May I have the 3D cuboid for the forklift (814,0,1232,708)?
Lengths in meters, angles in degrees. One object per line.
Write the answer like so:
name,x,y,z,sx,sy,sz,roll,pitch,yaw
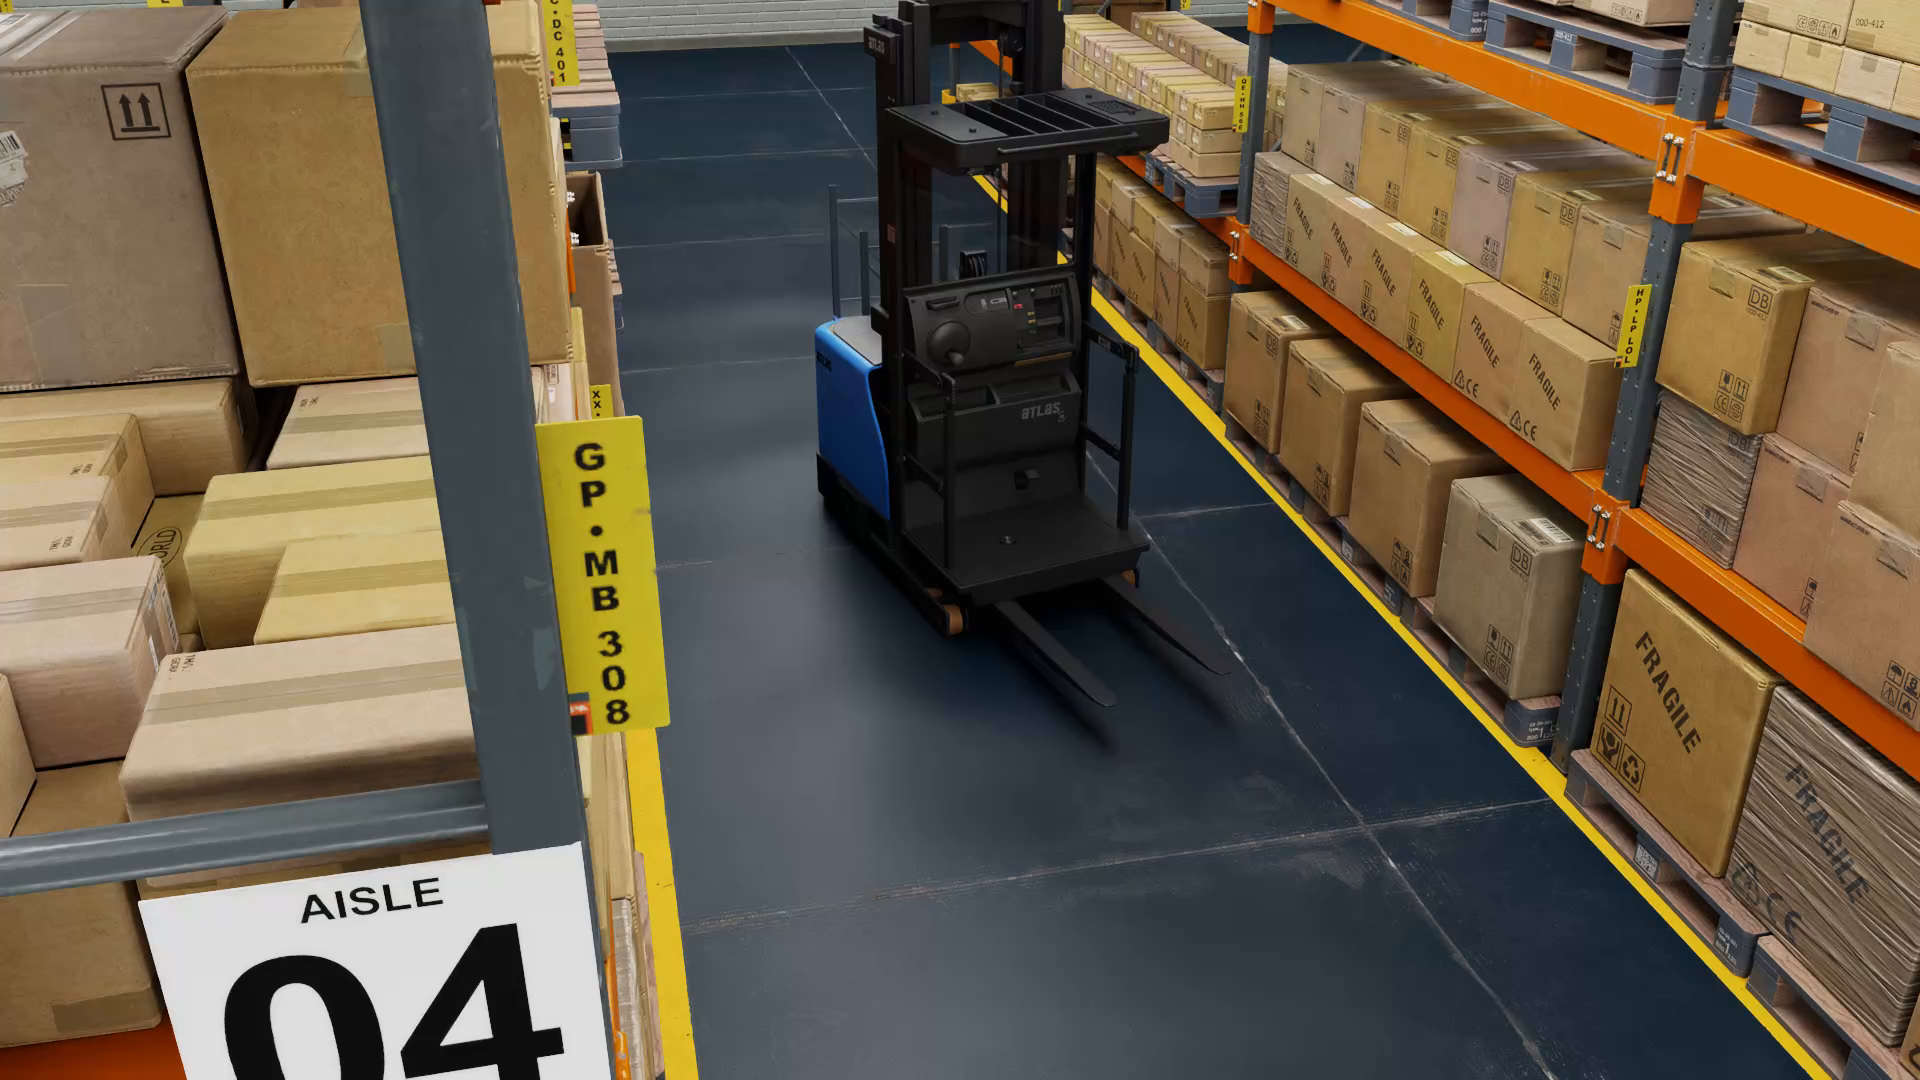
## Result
forklift,0.274,-1.056,8.089,1.130,2.935,3.031,-12,29,-23

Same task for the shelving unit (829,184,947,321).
shelving unit,-0.443,-1.322,10.205,0.538,1.500,1.048,-6,27,-12

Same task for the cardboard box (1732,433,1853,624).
cardboard box,3.334,-0.058,5.869,0.875,0.550,0.550,-6,27,-12

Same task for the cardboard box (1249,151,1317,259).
cardboard box,2.030,-1.967,9.707,0.500,0.500,0.500,-6,27,-11

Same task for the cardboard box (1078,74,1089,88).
cardboard box,1.107,-3.417,12.504,0.380,0.149,0.250,-6,27,-11

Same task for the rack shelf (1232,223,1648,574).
rack shelf,2.642,-0.948,8.597,1.077,0.370,4.000,-6,27,-12

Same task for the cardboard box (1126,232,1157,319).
cardboard box,1.540,-1.940,12.072,0.500,0.500,0.500,-7,28,-14

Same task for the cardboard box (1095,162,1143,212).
cardboard box,1.322,-2.724,12.795,0.500,0.250,0.500,-5,27,-10

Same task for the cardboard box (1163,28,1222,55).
cardboard box,1.748,-3.741,12.485,0.380,0.149,0.250,-6,27,-12

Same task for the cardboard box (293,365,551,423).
cardboard box,-0.881,-0.226,2.764,0.380,0.149,0.250,-6,27,-12

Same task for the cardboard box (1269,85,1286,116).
cardboard box,2.213,-2.828,10.677,0.380,0.149,0.250,-7,28,-13

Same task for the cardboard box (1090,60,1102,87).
cardboard box,1.172,-3.432,12.204,0.380,0.149,0.250,-5,27,-10

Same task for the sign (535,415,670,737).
sign,-0.332,0.040,1.543,0.100,0.325,0.005,-6,27,-12

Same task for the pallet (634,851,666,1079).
pallet,-1.576,1.605,5.837,1.003,0.211,1.213,-6,27,-12

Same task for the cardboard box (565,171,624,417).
cardboard box,-1.805,-0.750,6.275,1.000,1.000,1.000,-6,27,-11

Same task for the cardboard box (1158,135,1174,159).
cardboard box,1.520,-2.614,10.913,0.380,0.149,0.250,-5,27,-11

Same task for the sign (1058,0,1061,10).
sign,0.763,-4.231,13.343,0.100,0.325,0.005,-6,27,-12

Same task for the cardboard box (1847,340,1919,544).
cardboard box,3.368,-0.294,5.138,0.875,0.550,0.550,-6,27,-12

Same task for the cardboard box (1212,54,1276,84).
cardboard box,1.979,-3.287,11.586,0.380,0.149,0.250,-5,27,-10

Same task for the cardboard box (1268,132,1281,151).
cardboard box,2.227,-2.557,10.800,0.380,0.149,0.250,-5,27,-9

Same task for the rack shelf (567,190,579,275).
rack shelf,-2.213,-1.827,7.011,1.077,0.370,4.000,-6,27,-12

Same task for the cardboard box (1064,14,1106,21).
cardboard box,0.931,-4.024,13.046,0.380,0.149,0.250,-5,27,-9

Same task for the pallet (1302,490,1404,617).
pallet,2.567,-0.014,9.043,1.003,0.211,1.213,-6,27,-12

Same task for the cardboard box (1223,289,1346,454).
cardboard box,2.241,-1.054,10.039,1.050,0.750,0.750,-6,27,-12

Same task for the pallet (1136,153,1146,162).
pallet,1.706,-2.926,11.931,1.003,0.211,1.213,-6,27,-12

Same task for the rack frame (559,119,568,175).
rack frame,-2.663,-1.688,9.265,1.000,3.000,0.127,-6,27,-12

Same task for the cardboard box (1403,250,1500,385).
cardboard box,2.487,-1.081,7.952,0.500,0.500,0.500,-6,27,-11

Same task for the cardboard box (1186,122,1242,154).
cardboard box,1.637,-2.526,10.408,0.380,0.149,0.250,-5,27,-11

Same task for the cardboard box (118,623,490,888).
cardboard box,-0.697,0.230,1.860,0.380,0.149,0.250,-6,27,-12

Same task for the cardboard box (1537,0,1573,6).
cardboard box,2.601,-2.415,6.966,0.500,0.250,0.500,-6,27,-12

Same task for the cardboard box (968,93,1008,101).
cardboard box,0.287,-4.342,16.562,0.380,0.149,0.250,-6,27,-12

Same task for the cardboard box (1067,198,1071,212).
cardboard box,0.870,-2.955,14.474,0.380,0.149,0.250,-6,27,-11

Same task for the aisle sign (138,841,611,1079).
aisle sign,-0.554,0.661,1.727,0.394,0.787,0.004,-6,27,-12

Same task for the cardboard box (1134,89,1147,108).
cardboard box,1.403,-2.977,11.302,0.380,0.149,0.250,-6,27,-12

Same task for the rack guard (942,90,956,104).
rack guard,0.406,-4.510,17.630,1.175,0.500,0.348,-6,27,-12

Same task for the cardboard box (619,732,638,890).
cardboard box,-0.939,0.492,3.396,0.500,0.500,0.500,-6,27,-12

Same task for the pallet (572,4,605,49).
pallet,-2.034,-1.924,6.612,1.213,0.211,1.003,-6,27,-12

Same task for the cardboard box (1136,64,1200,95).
cardboard box,1.409,-3.105,11.226,0.380,0.149,0.250,-6,27,-12

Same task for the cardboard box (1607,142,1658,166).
cardboard box,6.308,-3.425,14.598,0.875,0.875,0.875,-5,27,-10

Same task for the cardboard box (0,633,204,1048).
cardboard box,-1.217,0.366,2.033,0.500,0.250,0.500,-5,27,-10

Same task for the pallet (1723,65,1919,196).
pallet,3.267,-1.330,5.326,1.003,0.211,1.213,-6,27,-12

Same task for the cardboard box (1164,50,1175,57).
cardboard box,1.752,-3.612,12.560,0.380,0.149,0.250,-7,28,-13

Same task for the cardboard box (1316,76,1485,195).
cardboard box,2.398,-2.218,9.095,0.700,0.500,0.500,-6,27,-12

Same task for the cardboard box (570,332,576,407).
cardboard box,-1.070,-0.357,3.466,0.500,0.250,0.500,-5,27,-10

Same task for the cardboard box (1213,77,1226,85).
cardboard box,1.987,-3.153,11.650,0.380,0.149,0.250,-6,27,-12

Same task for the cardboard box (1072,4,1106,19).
cardboard box,0.906,-4.264,13.928,0.500,0.500,0.500,-6,27,-12

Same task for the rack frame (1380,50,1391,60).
rack frame,5.189,-6.206,18.216,1.000,3.000,0.127,-6,27,-12

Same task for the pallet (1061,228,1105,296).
pallet,1.467,-2.316,13.605,1.003,0.211,1.213,-6,27,-12

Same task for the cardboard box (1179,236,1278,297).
cardboard box,1.782,-1.827,11.016,0.500,0.250,0.500,-7,28,-13

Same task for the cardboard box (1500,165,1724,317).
cardboard box,2.858,-1.325,7.325,0.700,0.500,0.500,-6,27,-12

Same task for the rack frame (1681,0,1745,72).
rack frame,3.093,-3.069,5.344,1.000,3.000,0.127,-6,27,-12

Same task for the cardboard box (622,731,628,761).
cardboard box,-1.217,0.570,5.070,0.380,0.149,0.250,-6,27,-12

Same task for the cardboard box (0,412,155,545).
cardboard box,-1.420,-0.059,2.433,0.380,0.149,0.250,-6,27,-11

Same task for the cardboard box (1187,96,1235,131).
cardboard box,1.635,-2.656,10.337,0.380,0.149,0.250,-7,28,-14

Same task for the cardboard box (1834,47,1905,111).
cardboard box,2.959,-1.432,5.132,0.380,0.149,0.250,-6,27,-12

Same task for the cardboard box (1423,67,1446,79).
cardboard box,5.435,-4.970,18.145,0.875,0.438,0.875,-7,28,-13

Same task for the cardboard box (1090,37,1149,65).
cardboard box,1.167,-3.567,12.141,0.380,0.149,0.250,-6,27,-12
